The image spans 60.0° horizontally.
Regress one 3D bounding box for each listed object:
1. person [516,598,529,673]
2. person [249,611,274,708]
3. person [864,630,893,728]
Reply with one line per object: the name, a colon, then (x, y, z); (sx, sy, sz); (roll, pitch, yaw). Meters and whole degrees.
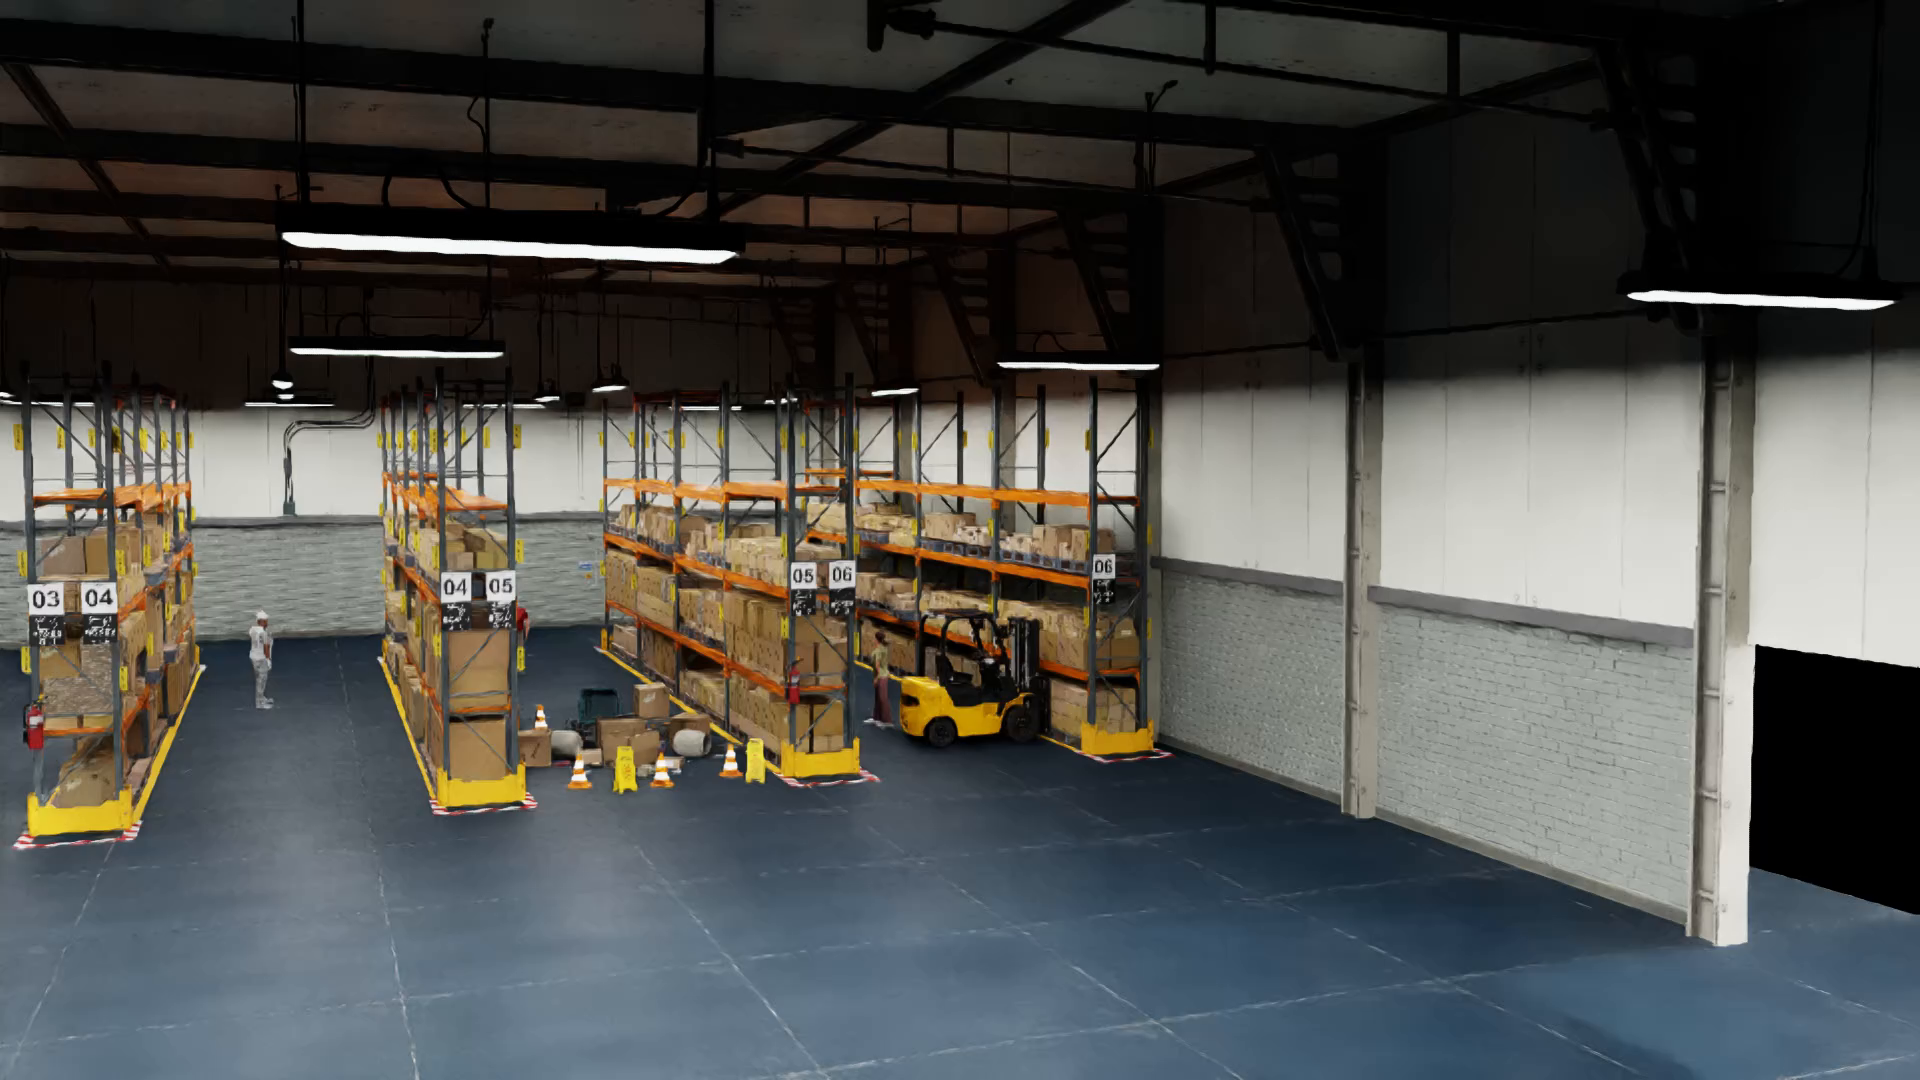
person: (-9.566, 2.028, 35.612); (0.682, 1.676, 0.535); (-2, 4, -24)
person: (-13.009, 2.221, 31.083); (0.477, 1.789, 0.634); (-3, 5, -45)
person: (-1.426, 2.407, 28.998); (0.564, 1.666, 0.561); (1, 3, 9)
